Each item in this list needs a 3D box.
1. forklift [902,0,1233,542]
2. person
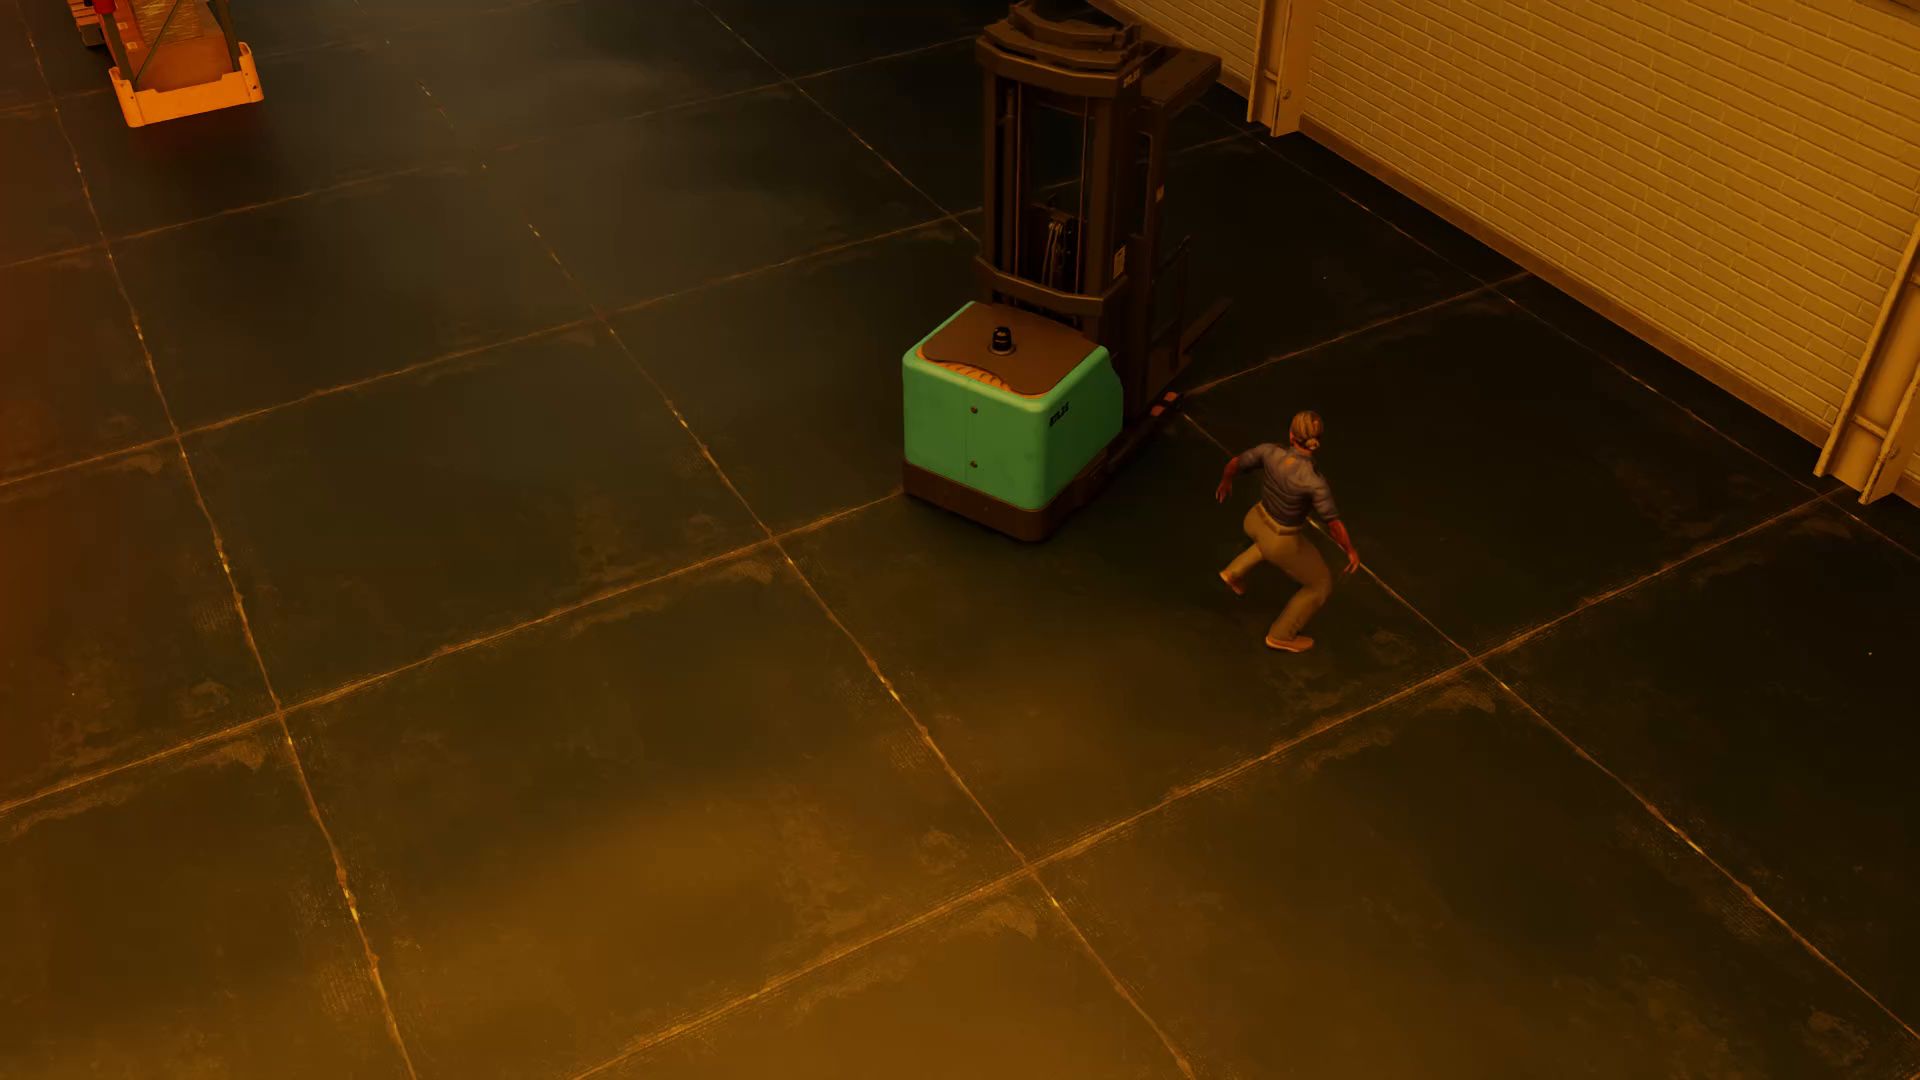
[{"bbox_3d":[0.869,-2.024,10.477,1.130,2.935,3.031,23,45,25],"label":"forklift"},{"bbox_3d":[1.816,-0.091,9.257,0.509,1.553,0.799,-17,43,-19],"label":"person"}]
